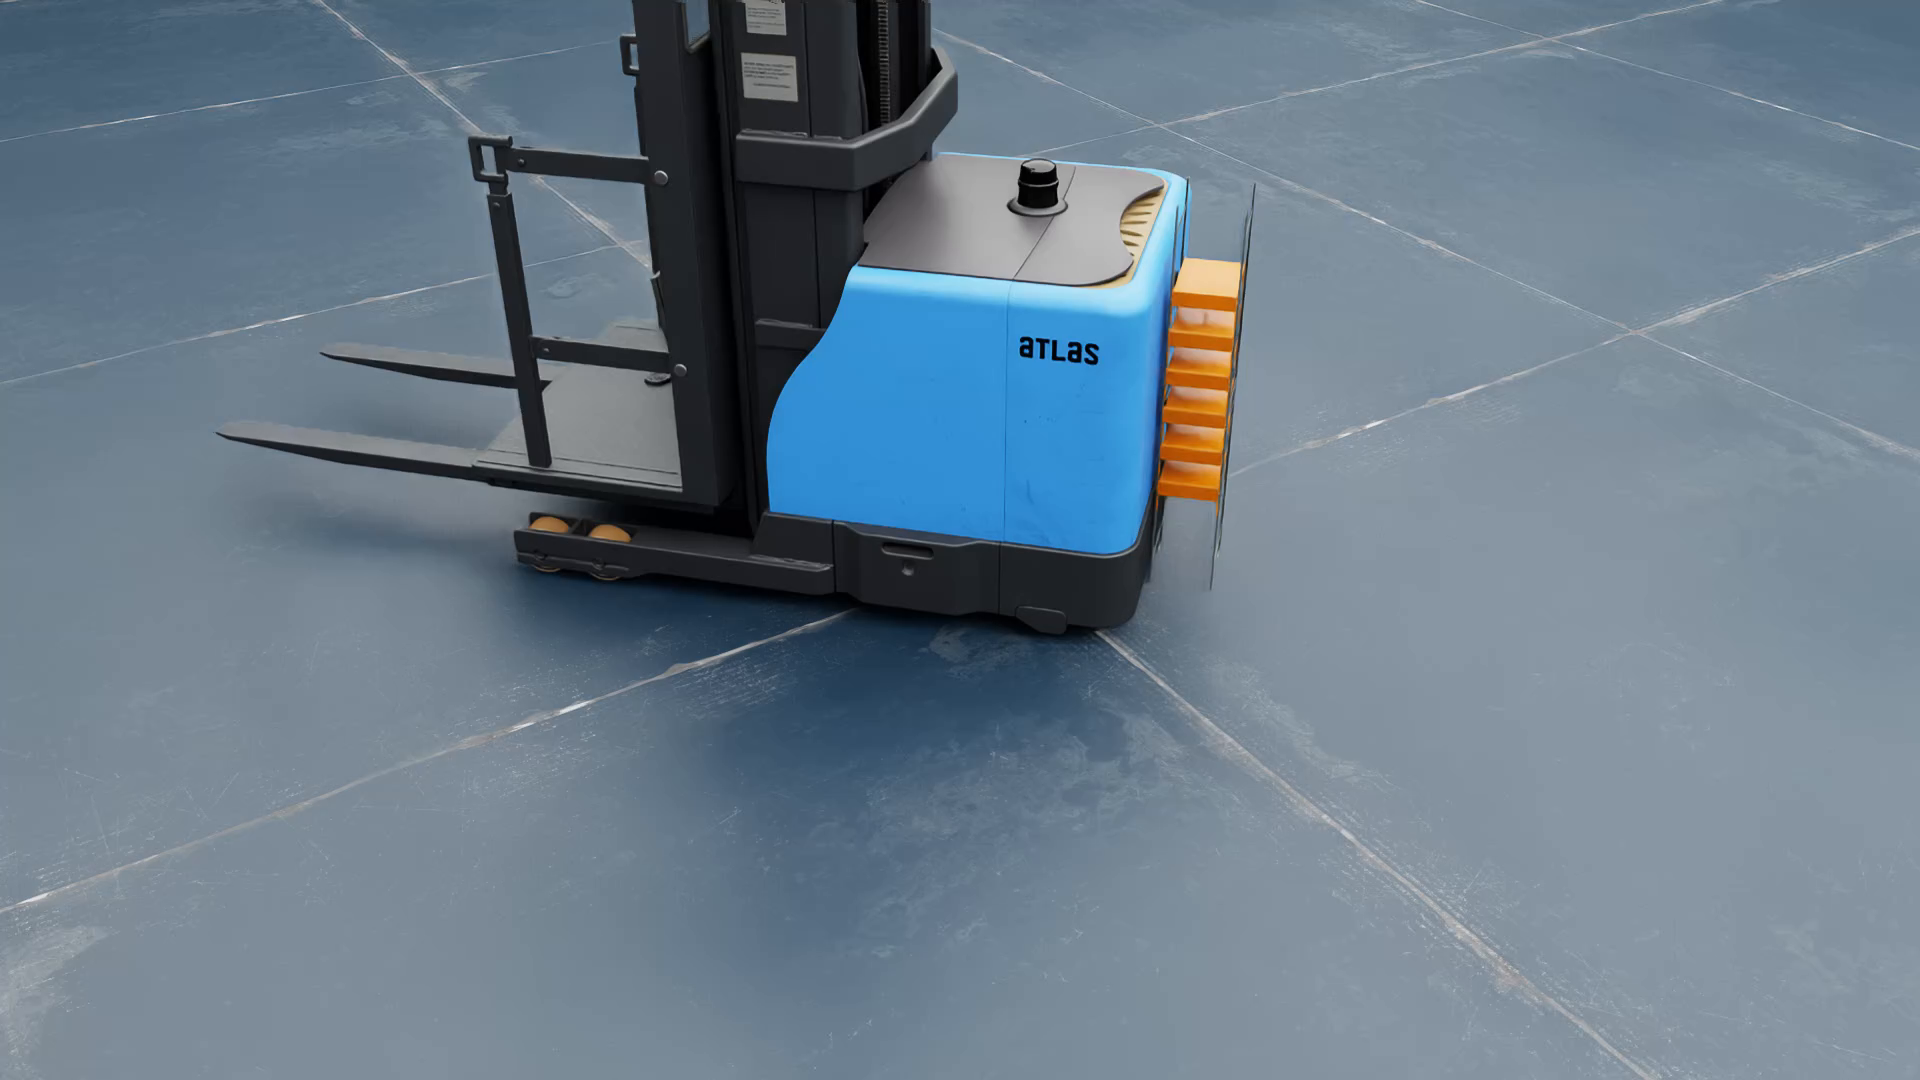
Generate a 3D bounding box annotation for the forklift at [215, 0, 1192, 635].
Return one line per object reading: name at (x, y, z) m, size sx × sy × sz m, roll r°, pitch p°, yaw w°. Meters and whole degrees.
forklift at (-0.867, -1.344, 4.715) m, size 3.031 × 2.843 × 1.129 m, roll 7°, pitch 33°, yaw 12°

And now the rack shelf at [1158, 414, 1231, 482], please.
rack shelf at (0.692, -0.285, 4.885) m, size 0.180 × 0.103 × 0.258 m, roll 7°, pitch 33°, yaw 12°

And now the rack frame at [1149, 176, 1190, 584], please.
rack frame at (0.603, -0.435, 4.816) m, size 0.006 × 1.200 × 0.240 m, roll 7°, pitch 33°, yaw 12°

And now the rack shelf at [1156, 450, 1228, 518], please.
rack shelf at (0.692, -0.183, 4.949) m, size 0.180 × 0.103 × 0.258 m, roll 7°, pitch 33°, yaw 12°

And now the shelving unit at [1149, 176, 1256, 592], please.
shelving unit at (0.692, -0.424, 4.797) m, size 0.189 × 1.200 × 0.258 m, roll 7°, pitch 33°, yaw 12°

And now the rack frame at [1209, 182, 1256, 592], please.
rack frame at (0.781, -0.412, 4.779) m, size 0.006 × 1.200 × 0.240 m, roll 7°, pitch 33°, yaw 12°

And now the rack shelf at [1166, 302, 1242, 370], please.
rack shelf at (0.692, -0.589, 4.693) m, size 0.180 × 0.103 × 0.258 m, roll 7°, pitch 33°, yaw 12°

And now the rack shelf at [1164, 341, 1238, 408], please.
rack shelf at (0.692, -0.488, 4.757) m, size 0.180 × 0.103 × 0.258 m, roll 7°, pitch 33°, yaw 12°
